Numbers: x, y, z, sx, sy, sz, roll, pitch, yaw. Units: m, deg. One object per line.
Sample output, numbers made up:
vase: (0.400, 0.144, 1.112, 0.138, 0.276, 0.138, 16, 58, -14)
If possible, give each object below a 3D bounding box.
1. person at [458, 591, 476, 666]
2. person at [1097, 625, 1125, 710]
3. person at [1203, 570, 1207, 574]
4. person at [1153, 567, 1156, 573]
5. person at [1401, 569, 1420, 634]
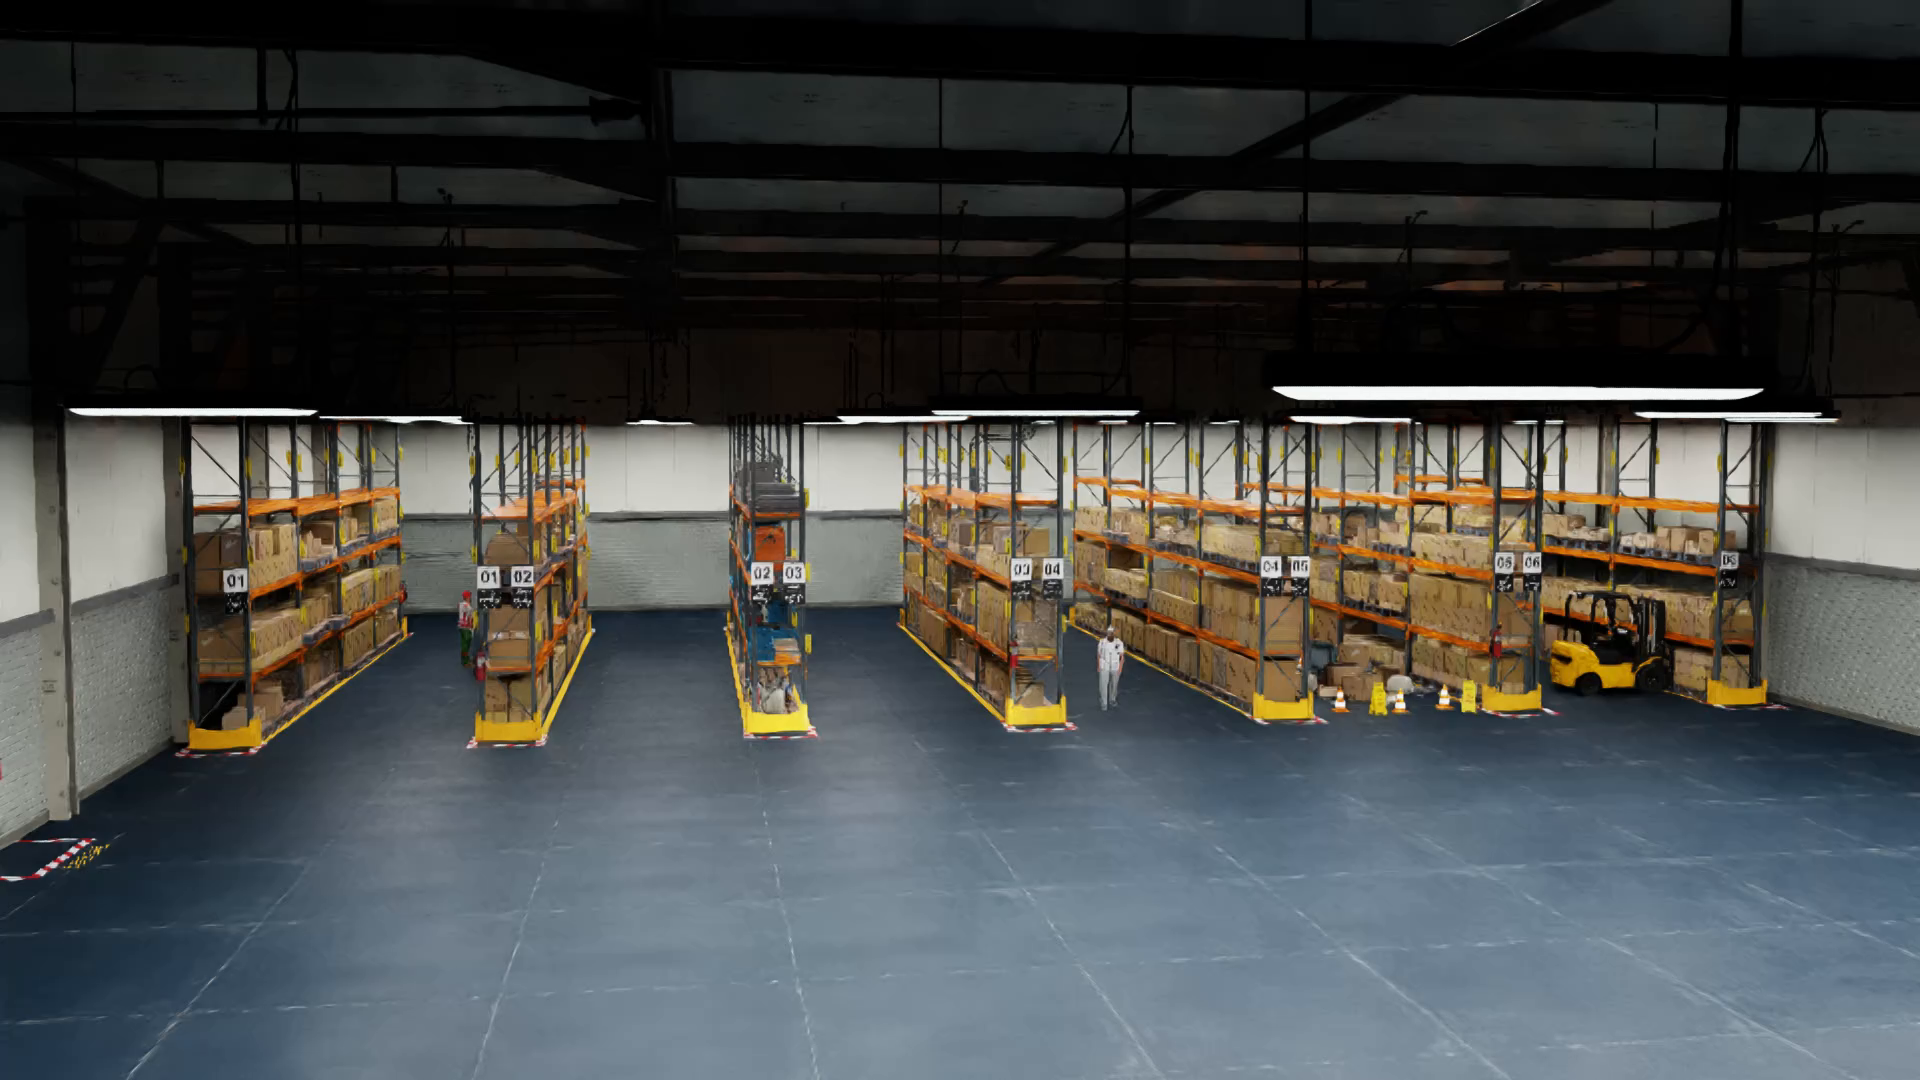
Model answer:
person: (-11.771, 2.102, 39.806, 0.466, 1.794, 0.629, -3, 5, -39)
person: (3.056, 2.569, 33.667, 0.532, 1.696, 1.040, 0, 4, -1)
person: (7.460, 1.477, 50.847, 0.551, 1.579, 0.464, -3, 5, -40)
person: (5.558, 1.623, 47.846, 0.416, 1.677, 0.537, -3, 5, -39)
person: (12.560, 1.685, 46.065, 0.610, 1.776, 0.656, 1, 4, 8)
